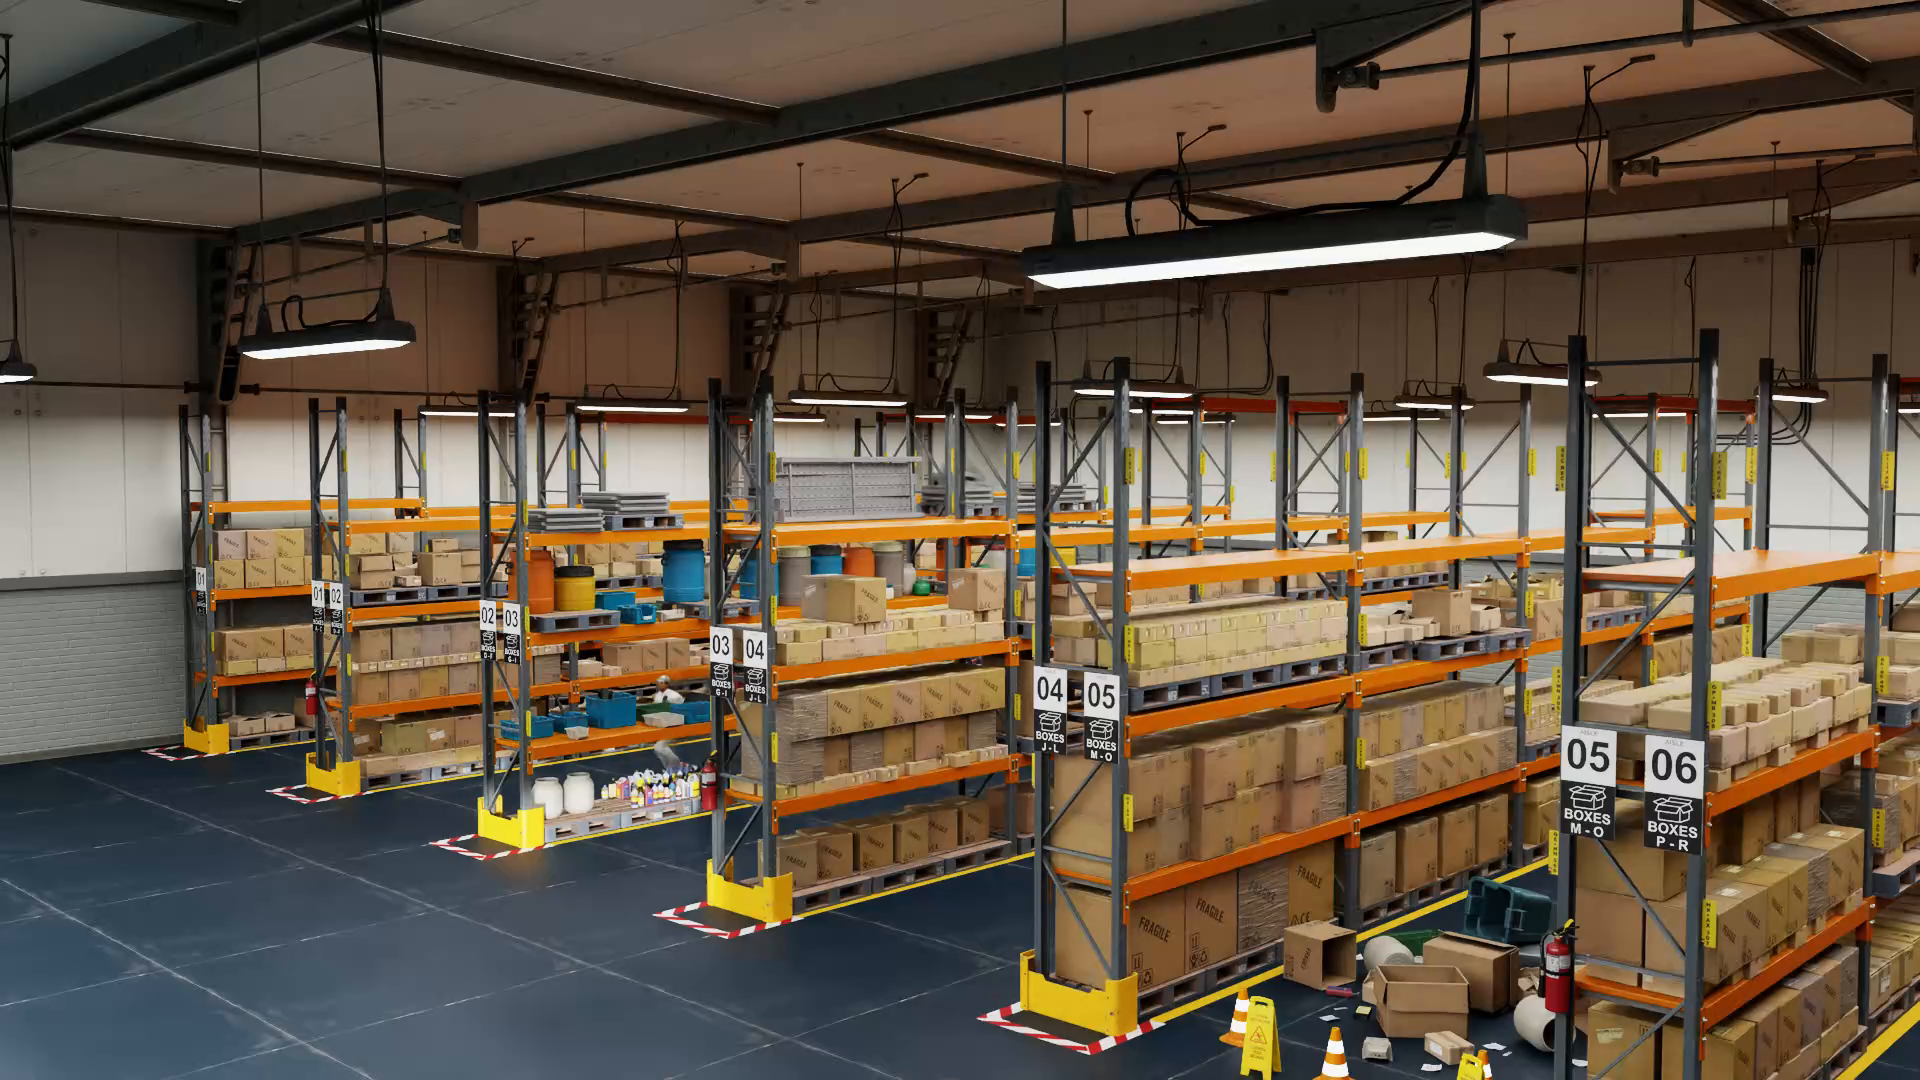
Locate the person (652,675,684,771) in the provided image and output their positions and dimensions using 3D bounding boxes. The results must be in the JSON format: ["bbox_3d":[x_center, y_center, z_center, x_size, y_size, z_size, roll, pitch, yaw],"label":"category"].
[{"bbox_3d":[-4.713,2.965,26.419,0.585,1.630,0.508,2,4,39],"label":"person"}]
